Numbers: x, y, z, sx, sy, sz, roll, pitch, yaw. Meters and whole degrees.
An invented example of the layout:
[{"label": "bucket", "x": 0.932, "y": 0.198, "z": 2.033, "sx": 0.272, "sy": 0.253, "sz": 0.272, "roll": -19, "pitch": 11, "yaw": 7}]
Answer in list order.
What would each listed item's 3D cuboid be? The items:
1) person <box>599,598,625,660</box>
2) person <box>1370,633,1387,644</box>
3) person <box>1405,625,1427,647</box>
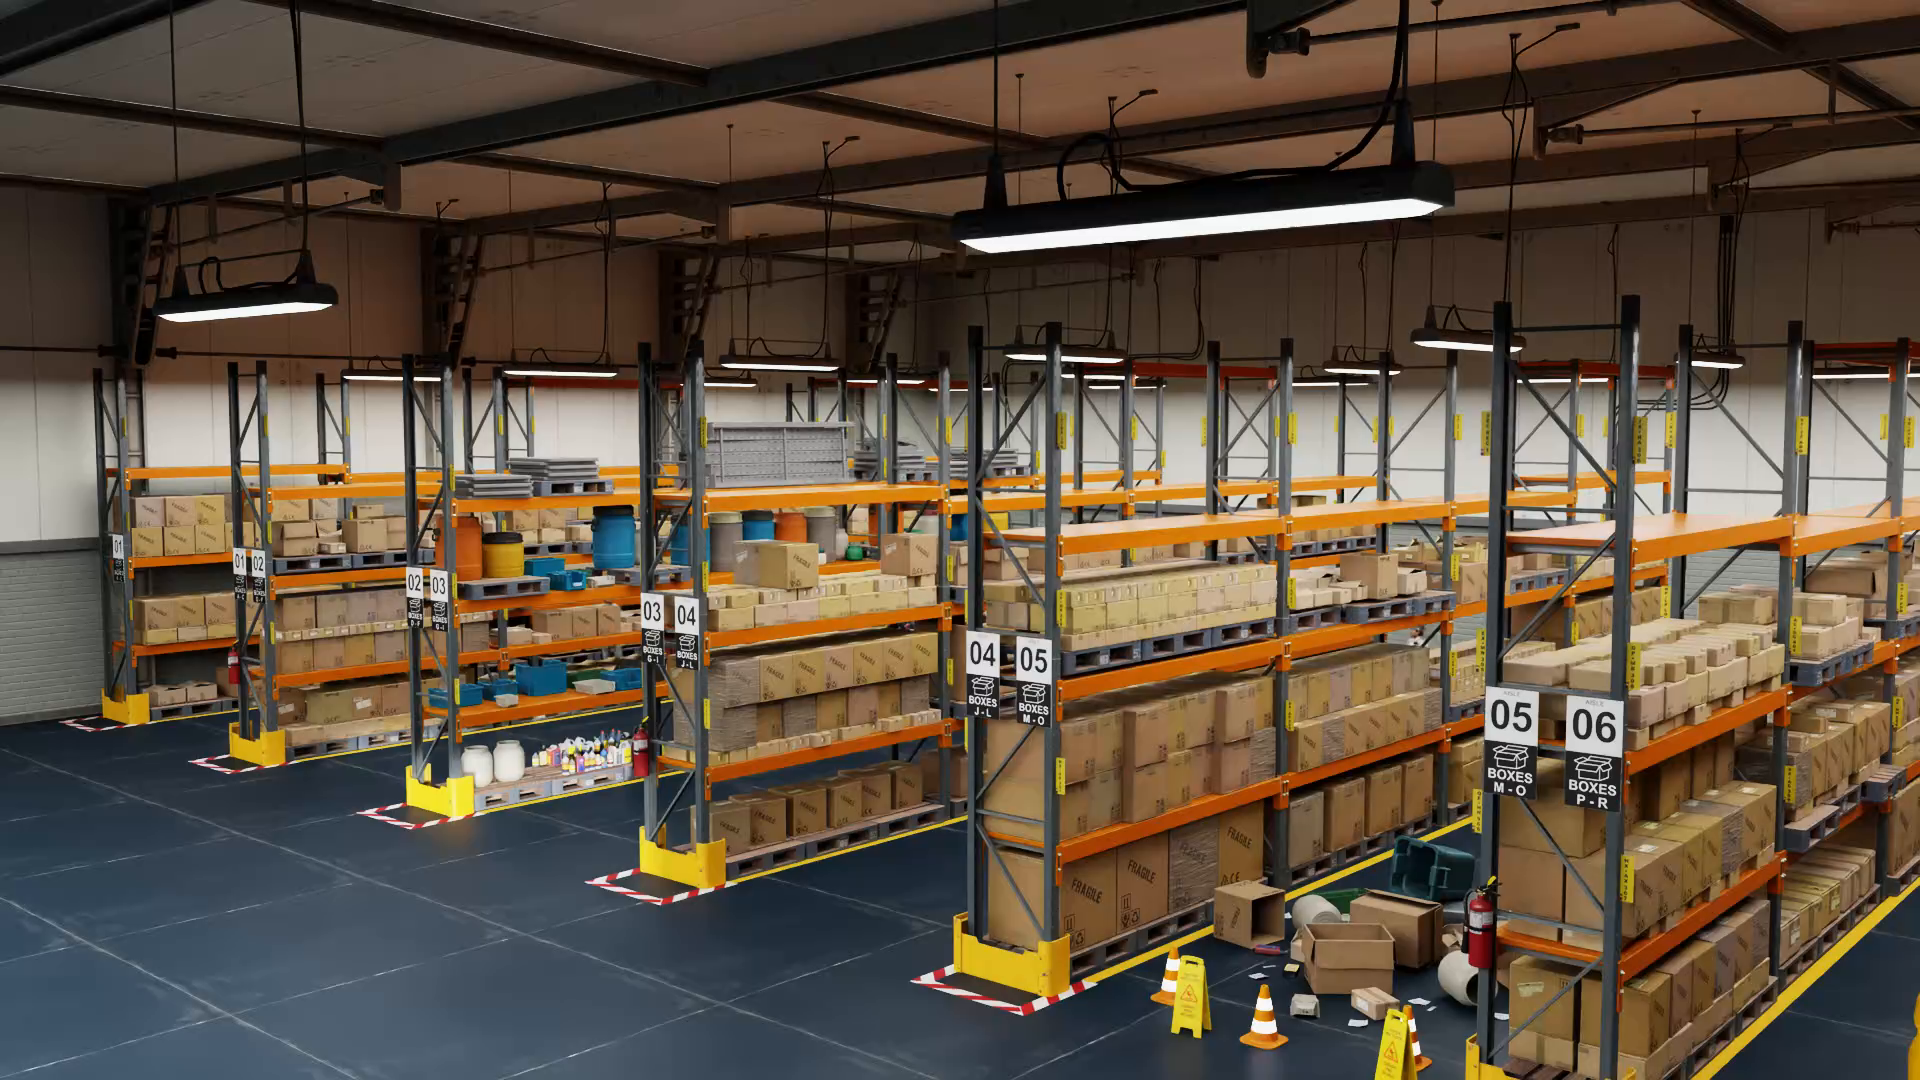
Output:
[{"label": "person", "x": -6.849, "y": 1.890, "z": 32.558, "sx": 0.642, "sy": 1.782, "sz": 0.497, "roll": -2, "pitch": 5, "yaw": -22}, {"label": "person", "x": 6.750, "y": 2.281, "z": 27.196, "sx": 0.534, "sy": 1.765, "sz": 0.546, "roll": 3, "pitch": 5, "yaw": 35}, {"label": "person", "x": 7.871, "y": 2.228, "z": 28.718, "sx": 0.435, "sy": 1.639, "sz": 0.975, "roll": 3, "pitch": 5, "yaw": 37}]
